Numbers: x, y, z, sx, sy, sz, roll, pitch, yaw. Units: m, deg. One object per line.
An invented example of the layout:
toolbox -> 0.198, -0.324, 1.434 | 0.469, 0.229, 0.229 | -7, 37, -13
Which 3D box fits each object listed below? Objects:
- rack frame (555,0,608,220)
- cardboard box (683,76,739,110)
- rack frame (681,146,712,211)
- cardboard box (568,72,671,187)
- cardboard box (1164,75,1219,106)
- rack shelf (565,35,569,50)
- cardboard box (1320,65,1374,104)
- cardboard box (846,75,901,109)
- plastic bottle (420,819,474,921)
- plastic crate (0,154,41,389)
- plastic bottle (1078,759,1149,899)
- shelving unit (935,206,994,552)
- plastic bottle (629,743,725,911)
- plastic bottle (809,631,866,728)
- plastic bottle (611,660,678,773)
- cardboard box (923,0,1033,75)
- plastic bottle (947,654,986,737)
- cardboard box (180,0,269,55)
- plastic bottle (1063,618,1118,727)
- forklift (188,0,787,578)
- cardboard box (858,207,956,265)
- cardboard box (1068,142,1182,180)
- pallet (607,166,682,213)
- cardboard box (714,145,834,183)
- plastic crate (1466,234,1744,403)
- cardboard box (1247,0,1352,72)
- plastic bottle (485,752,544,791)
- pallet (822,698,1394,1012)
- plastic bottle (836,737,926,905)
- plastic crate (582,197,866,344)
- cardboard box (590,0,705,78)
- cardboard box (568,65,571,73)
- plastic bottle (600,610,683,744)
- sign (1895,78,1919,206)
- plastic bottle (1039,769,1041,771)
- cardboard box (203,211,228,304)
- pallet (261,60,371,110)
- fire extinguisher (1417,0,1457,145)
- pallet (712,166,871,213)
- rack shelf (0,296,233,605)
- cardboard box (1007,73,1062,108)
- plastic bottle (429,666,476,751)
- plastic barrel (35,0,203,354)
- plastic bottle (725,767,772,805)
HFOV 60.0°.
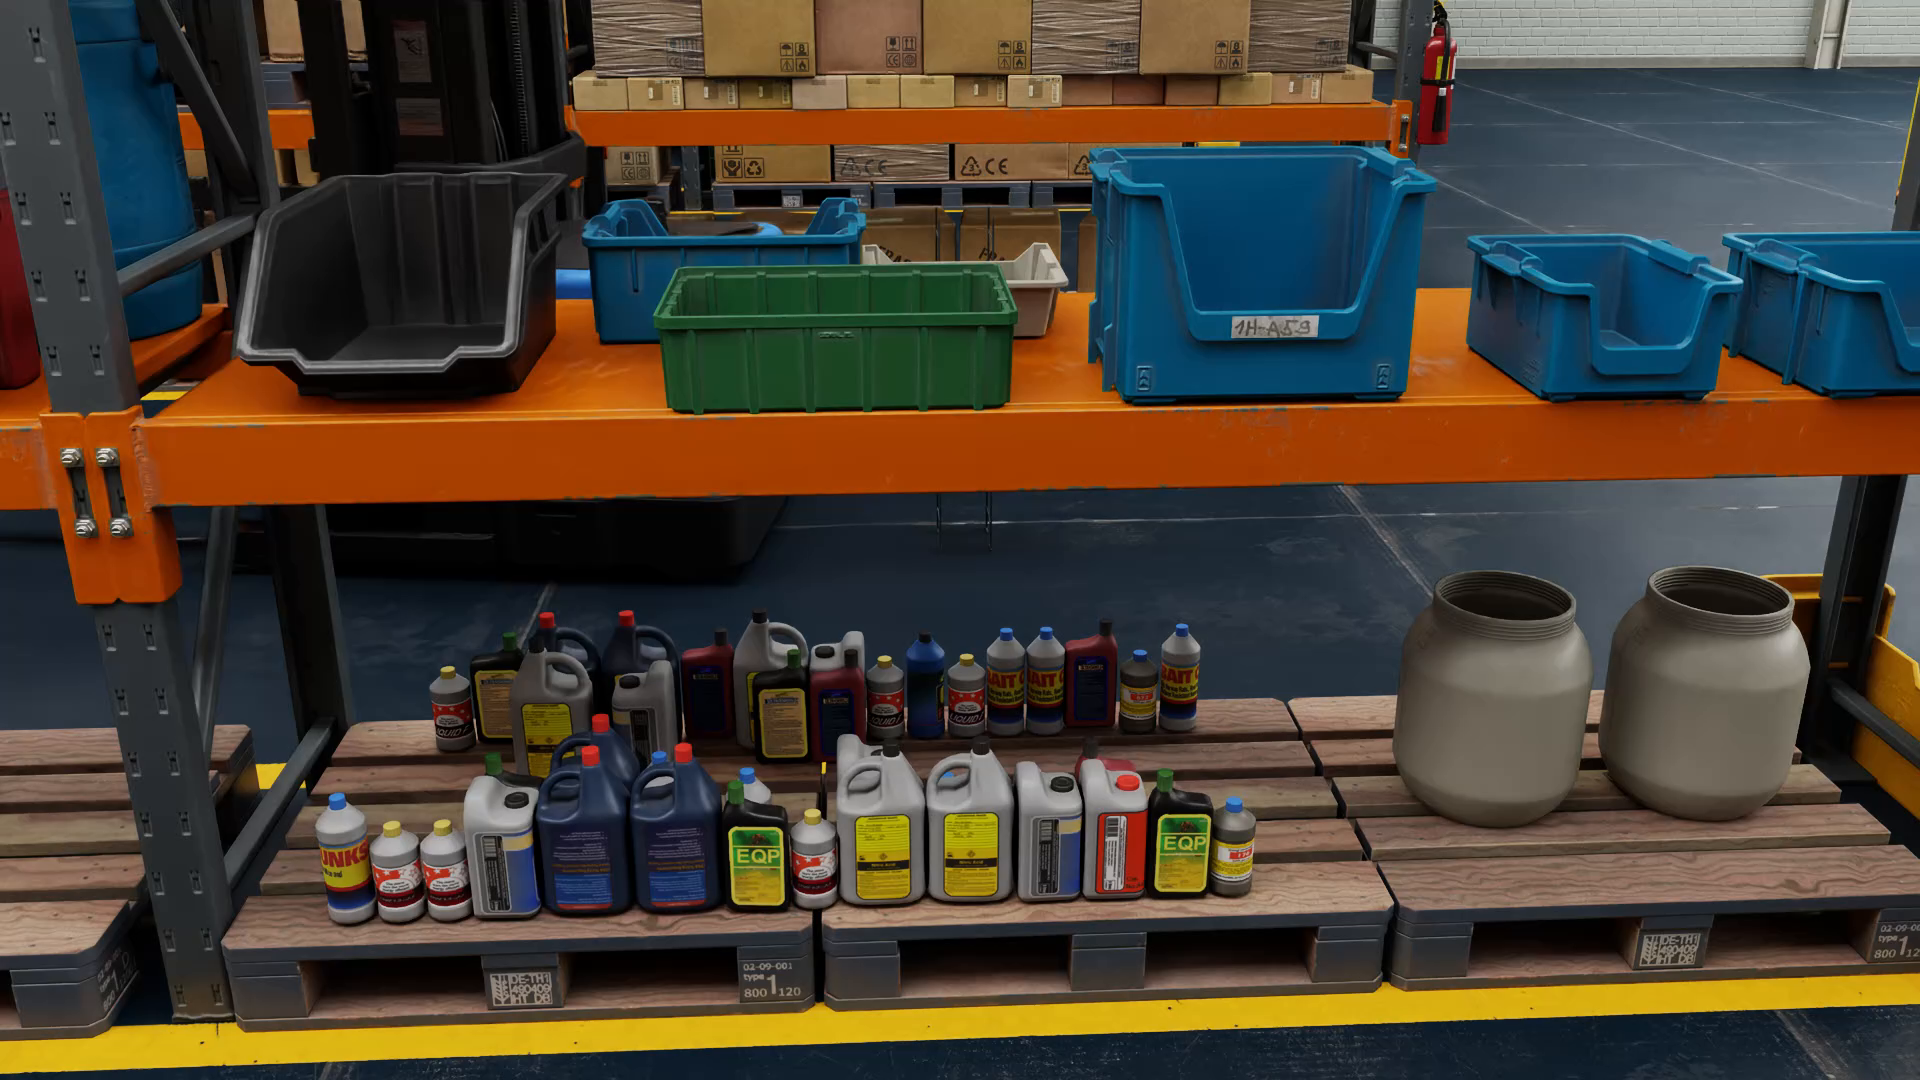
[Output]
rack frame -> -1.891, -2.331, 8.028 | 0.127, 3.000, 1.000 | -1, 21, -3
cardboard box -> -1.160, -2.127, 7.844 | 0.250, 0.149, 0.380 | -1, 21, -3
rack frame -> -2.073, -4.095, 12.661 | 0.127, 3.000, 1.000 | -1, 21, -3
cardboard box -> -2.687, -3.195, 12.870 | 0.750, 0.750, 1.050 | -1, 21, -3
cardboard box -> 1.083, -2.188, 8.005 | 0.250, 0.149, 0.380 | -1, 21, -3
rack shelf -> -4.070, -3.718, 12.682 | 4.000, 0.370, 1.077 | -1, 21, -3
cardboard box -> 1.830, -2.216, 8.078 | 0.250, 0.149, 0.380 | -1, 21, -3
cardboard box -> -0.412, -2.145, 7.893 | 0.250, 0.149, 0.380 | -1, 21, -3
plastic bottle -> -1.062, 0.676, 3.445 | 0.097, 0.201, 0.097 | 0, 21, 0
plastic crate -> -2.074, -0.483, 3.084 | 0.583, 0.464, 0.402 | -1, 21, -3
plastic bottle -> 0.324, 0.603, 3.531 | 0.135, 0.276, 0.152 | -1, 21, -3
shelving unit -> 0.014, -0.561, 5.908 | 0.189, 1.200, 0.258 | -1, 21, -3
plastic bottle -> -0.590, 0.588, 3.466 | 0.185, 0.351, 0.144 | -2, 21, -5
plastic bottle -> -0.305, 0.368, 4.149 | 0.135, 0.276, 0.152 | -1, 21, -2
plastic bottle -> -0.756, 0.428, 3.990 | 0.135, 0.276, 0.152 | -1, 21, -3
cardboard box -> 0.058, -2.543, 8.026 | 0.500, 0.500, 0.875 | -1, 21, -3
plastic bottle -> 0.017, 0.386, 4.205 | 0.097, 0.201, 0.097 | 0, 21, 0
cardboard box -> -3.616, -2.508, 7.756 | 0.637, 0.503, 0.797 | 1, 21, 2
plastic bottle -> 0.331, 0.335, 4.224 | 0.133, 0.283, 0.061 | -1, 21, -2
forklift -> -2.189, -1.439, 5.781 | 3.031, 2.935, 1.130 | 2, 21, 5
cardboard box -> -0.302, -1.408, 8.526 | 0.500, 0.500, 0.500 | -3, 21, -8
cardboard box -> 1.247, -3.342, 13.080 | 0.875, 0.875, 0.875 | -1, 21, -3
pallet -> -2.839, -2.749, 13.046 | 1.213, 0.211, 1.003 | -1, 21, -3
cardboard box -> -1.441, -3.286, 12.933 | 0.875, 0.875, 0.875 | -1, 21, -2
plastic crate -> 1.254, -0.456, 3.311 | 0.408, 0.251, 0.499 | -1, 21, -3
cardboard box -> 1.552, -2.597, 8.167 | 0.500, 0.500, 0.875 | -1, 21, -3
plastic bottle -> -0.950, 0.587, 3.562 | 0.133, 0.283, 0.061 | -1, 21, -3
pallet -> 0.286, 0.707, 3.968 | 1.213, 0.211, 1.003 | -1, 21, -3
plastic bottle -> -0.165, 0.579, 3.488 | 0.185, 0.351, 0.144 | -1, 21, -3
plastic crate -> -0.518, -0.621, 3.745 | 0.616, 0.251, 0.499 | -1, 21, -3
cardboard box -> -1.438, -2.504, 7.923 | 0.500, 0.500, 0.875 | -1, 21, -3
cardboard box -> -4.391, -4.777, 17.556 | 0.625, 0.372, 0.950 | 0, 21, -1
plastic bottle -> -0.790, 0.341, 4.113 | 0.185, 0.351, 0.144 | -2, 21, -6
sign -> 2.359, -0.978, 4.084 | 0.005, 0.325, 0.100 | -1, 21, -3
plastic bottle -> 0.160, 0.597, 3.653 | 0.097, 0.201, 0.097 | 0, 21, 0
cardboard box -> -3.541, -1.349, 8.344 | 0.500, 0.500, 0.700 | -3, 21, -8
pallet -> -2.662, -2.278, 8.157 | 1.213, 0.211, 1.003 | -1, 21, -3
fire extinguisher -> 2.243, -2.215, 7.831 | 0.183, 0.674, 0.296 | -1, 21, -3
pallet -> -1.309, -2.779, 13.125 | 1.213, 0.211, 1.003 | -1, 21, -3
rack shelf -> -3.605, -0.195, 3.428 | 4.000, 0.370, 1.077 | -1, 21, -3
cardboard box -> 0.339, -2.148, 7.900 | 0.250, 0.149, 0.380 | -1, 21, -3
plastic bottle -> -1.263, 0.413, 4.136 | 0.097, 0.201, 0.097 | 0, 21, 0
plastic barrel -> -2.011, -0.906, 3.579 | 0.708, 0.901, 0.600 | -1, 21, -3
plastic bottle -> -0.445, 0.609, 3.522 | 0.097, 0.271, 0.097 | 0, 21, 0
